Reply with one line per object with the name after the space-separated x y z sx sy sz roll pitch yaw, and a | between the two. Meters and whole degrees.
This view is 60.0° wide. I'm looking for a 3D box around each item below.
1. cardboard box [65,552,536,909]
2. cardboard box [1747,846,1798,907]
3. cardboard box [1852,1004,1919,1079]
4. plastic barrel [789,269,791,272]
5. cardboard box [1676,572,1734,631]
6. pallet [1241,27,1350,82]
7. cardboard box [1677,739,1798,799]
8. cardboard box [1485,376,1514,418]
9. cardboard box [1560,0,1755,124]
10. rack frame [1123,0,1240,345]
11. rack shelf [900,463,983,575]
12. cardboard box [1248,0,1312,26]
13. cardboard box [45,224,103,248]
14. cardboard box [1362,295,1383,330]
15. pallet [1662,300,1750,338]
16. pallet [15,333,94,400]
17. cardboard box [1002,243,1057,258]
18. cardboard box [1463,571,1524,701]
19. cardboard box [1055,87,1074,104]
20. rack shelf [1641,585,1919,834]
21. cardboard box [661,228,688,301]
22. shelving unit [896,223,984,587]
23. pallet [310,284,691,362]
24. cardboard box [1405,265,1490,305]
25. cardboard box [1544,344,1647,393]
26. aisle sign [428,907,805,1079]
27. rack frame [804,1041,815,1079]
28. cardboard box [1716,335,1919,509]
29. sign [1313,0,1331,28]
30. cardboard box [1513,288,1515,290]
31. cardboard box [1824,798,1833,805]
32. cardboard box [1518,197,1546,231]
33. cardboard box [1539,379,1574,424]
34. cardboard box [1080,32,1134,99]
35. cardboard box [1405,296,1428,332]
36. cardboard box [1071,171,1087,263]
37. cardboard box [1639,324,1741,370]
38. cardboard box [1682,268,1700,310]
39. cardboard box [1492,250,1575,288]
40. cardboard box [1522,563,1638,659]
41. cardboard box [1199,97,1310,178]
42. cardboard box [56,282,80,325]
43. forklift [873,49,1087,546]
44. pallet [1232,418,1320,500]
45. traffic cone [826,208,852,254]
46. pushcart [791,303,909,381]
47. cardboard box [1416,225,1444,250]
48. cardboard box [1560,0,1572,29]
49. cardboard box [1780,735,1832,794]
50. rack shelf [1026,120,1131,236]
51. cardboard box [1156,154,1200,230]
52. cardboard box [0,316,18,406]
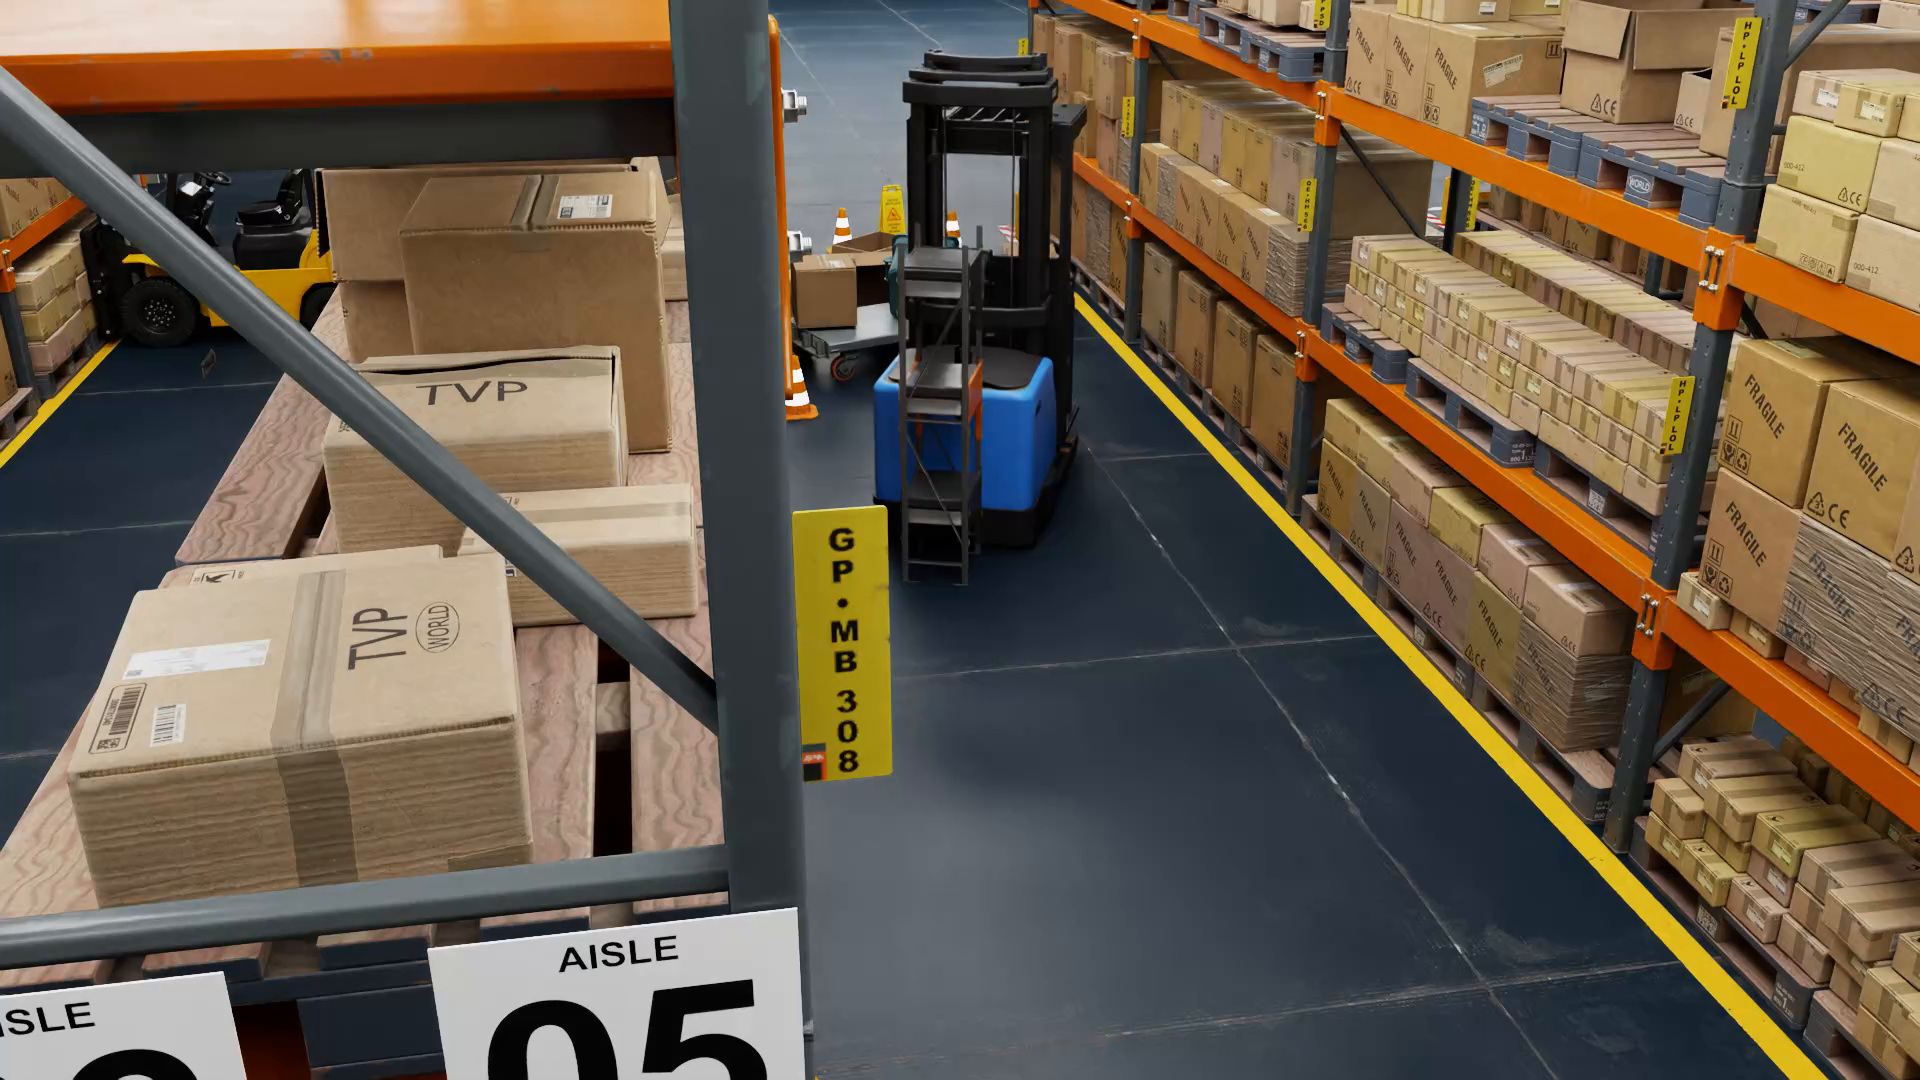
-0.844 0.253 2.214 0.500 0.250 0.500 -7 24 -15 | cardboard box
3.402 1.318 6.651 0.380 0.149 0.250 -4 24 -10 | cardboard box
3.466 1.776 5.973 0.380 0.149 0.250 -5 24 -11 | cardboard box
-1.761 -2.445 15.820 0.512 0.421 0.421 13 27 27 | plastic barrel
3.165 0.238 6.770 0.380 0.149 0.250 -3 24 -8 | cardboard box
2.524 -3.123 10.641 1.213 0.211 1.003 -3 24 -7 | pallet
3.295 0.980 7.052 0.380 0.149 0.250 -3 24 -8 | cardboard box
2.922 -0.743 8.493 0.380 0.149 0.250 -3 24 -7 | cardboard box
3.278 -2.244 7.739 0.797 0.503 0.637 -5 24 -10 | cardboard box
1.955 -3.159 14.235 1.000 3.000 0.127 -4 24 -10 | rack frame
-0.109 -0.133 10.215 0.431 0.518 0.480 4 24 9 | rack shelf
2.207 -3.547 10.837 0.500 0.311 0.500 -4 24 -10 | cardboard box
-7.827 -2.592 14.598 0.500 0.250 0.500 -5 24 -11 | cardboard box
2.629 -1.366 9.920 0.380 0.149 0.250 -3 24 -7 | cardboard box
6.994 -1.902 14.842 1.003 0.211 1.213 -4 24 -10 | pallet
-7.874 -1.422 13.742 1.003 0.211 1.213 -4 24 -10 | pallet
0.660 -2.549 15.959 0.500 0.500 0.500 0 24 -1 | cardboard box
2.955 0.466 8.533 0.500 0.500 0.500 -5 24 -11 | cardboard box
1.432 -4.214 16.464 0.875 0.550 0.550 -4 24 -10 | cardboard box
3.804 1.104 5.373 1.077 0.370 4.000 -4 24 -10 | rack shelf
-0.930 -0.772 4.687 0.380 0.149 0.250 -4 24 -8 | cardboard box
-0.109 -0.787 9.929 0.431 2.100 0.503 4 24 9 | shelving unit
-1.271 -0.618 4.779 1.003 0.211 1.213 -4 24 -10 | pallet
2.732 -1.433 9.329 0.380 0.149 0.250 -5 24 -12 | cardboard box
3.023 -0.816 7.917 0.380 0.149 0.250 -4 24 -10 | cardboard box
-0.374 0.783 1.962 0.394 0.787 0.004 -4 24 -10 | aisle sign
-0.672 1.967 2.498 1.000 3.000 0.127 -4 24 -10 | rack frame
3.278 -0.457 6.303 0.500 0.500 0.500 -4 24 -8 | cardboard box
2.148 -3.196 9.826 0.100 0.325 0.005 -4 24 -10 | sign
3.336 -1.430 9.695 0.380 0.149 0.250 -4 24 -8 | cardboard box
3.867 1.171 6.986 0.380 0.149 0.250 -5 24 -12 | cardboard box
6.352 -3.627 17.906 0.500 0.500 0.500 2 24 4 | cardboard box
3.019 -0.676 7.969 0.380 0.149 0.250 -5 24 -11 | cardboard box
1.634 -4.508 15.788 0.875 0.550 0.500 -4 24 -10 | cardboard box
2.739 -1.284 9.359 0.380 0.149 0.250 -4 24 -10 | cardboard box
1.571 -3.343 16.787 0.875 0.875 0.875 -5 24 -11 | cardboard box
3.620 -0.960 8.247 0.380 0.149 0.250 -5 24 -10 | cardboard box
6.941 -2.299 14.840 0.700 0.500 0.500 -6 24 -14 | cardboard box
3.329 -1.575 9.654 0.380 0.149 0.250 -4 24 -8 | cardboard box
3.048 0.323 7.924 0.500 0.250 0.500 -5 24 -11 | cardboard box
2.243 -3.067 12.651 0.700 0.500 0.500 -4 24 -9 | cardboard box
-7.649 -1.957 13.768 0.500 0.250 0.500 -4 24 -10 | cardboard box
0.244 -1.866 11.361 1.130 2.935 3.031 5 24 11 | forklift
2.623 -0.623 11.914 1.003 0.211 1.213 -4 24 -10 | pallet
-1.255 -3.306 17.741 0.336 0.463 0.334 -4 24 -10 | traffic cone
-0.659 -1.740 14.262 1.648 0.377 0.936 -13 27 -28 | pushcart
2.877 -1.828 11.063 0.500 0.500 0.500 -4 24 -9 | cardboard box
3.283 -2.713 8.384 0.396 0.266 0.258 -4 24 -10 | cardboard box
3.756 0.950 7.122 0.380 0.149 0.250 -4 24 -8 | cardboard box
1.585 -3.616 16.180 1.077 0.370 4.000 -4 24 -10 | rack shelf
1.882 -2.780 13.241 0.500 0.500 0.500 -4 24 -9 | cardboard box
-7.661 -1.284 12.384 0.875 0.625 0.625 -3 24 -7 | cardboard box
